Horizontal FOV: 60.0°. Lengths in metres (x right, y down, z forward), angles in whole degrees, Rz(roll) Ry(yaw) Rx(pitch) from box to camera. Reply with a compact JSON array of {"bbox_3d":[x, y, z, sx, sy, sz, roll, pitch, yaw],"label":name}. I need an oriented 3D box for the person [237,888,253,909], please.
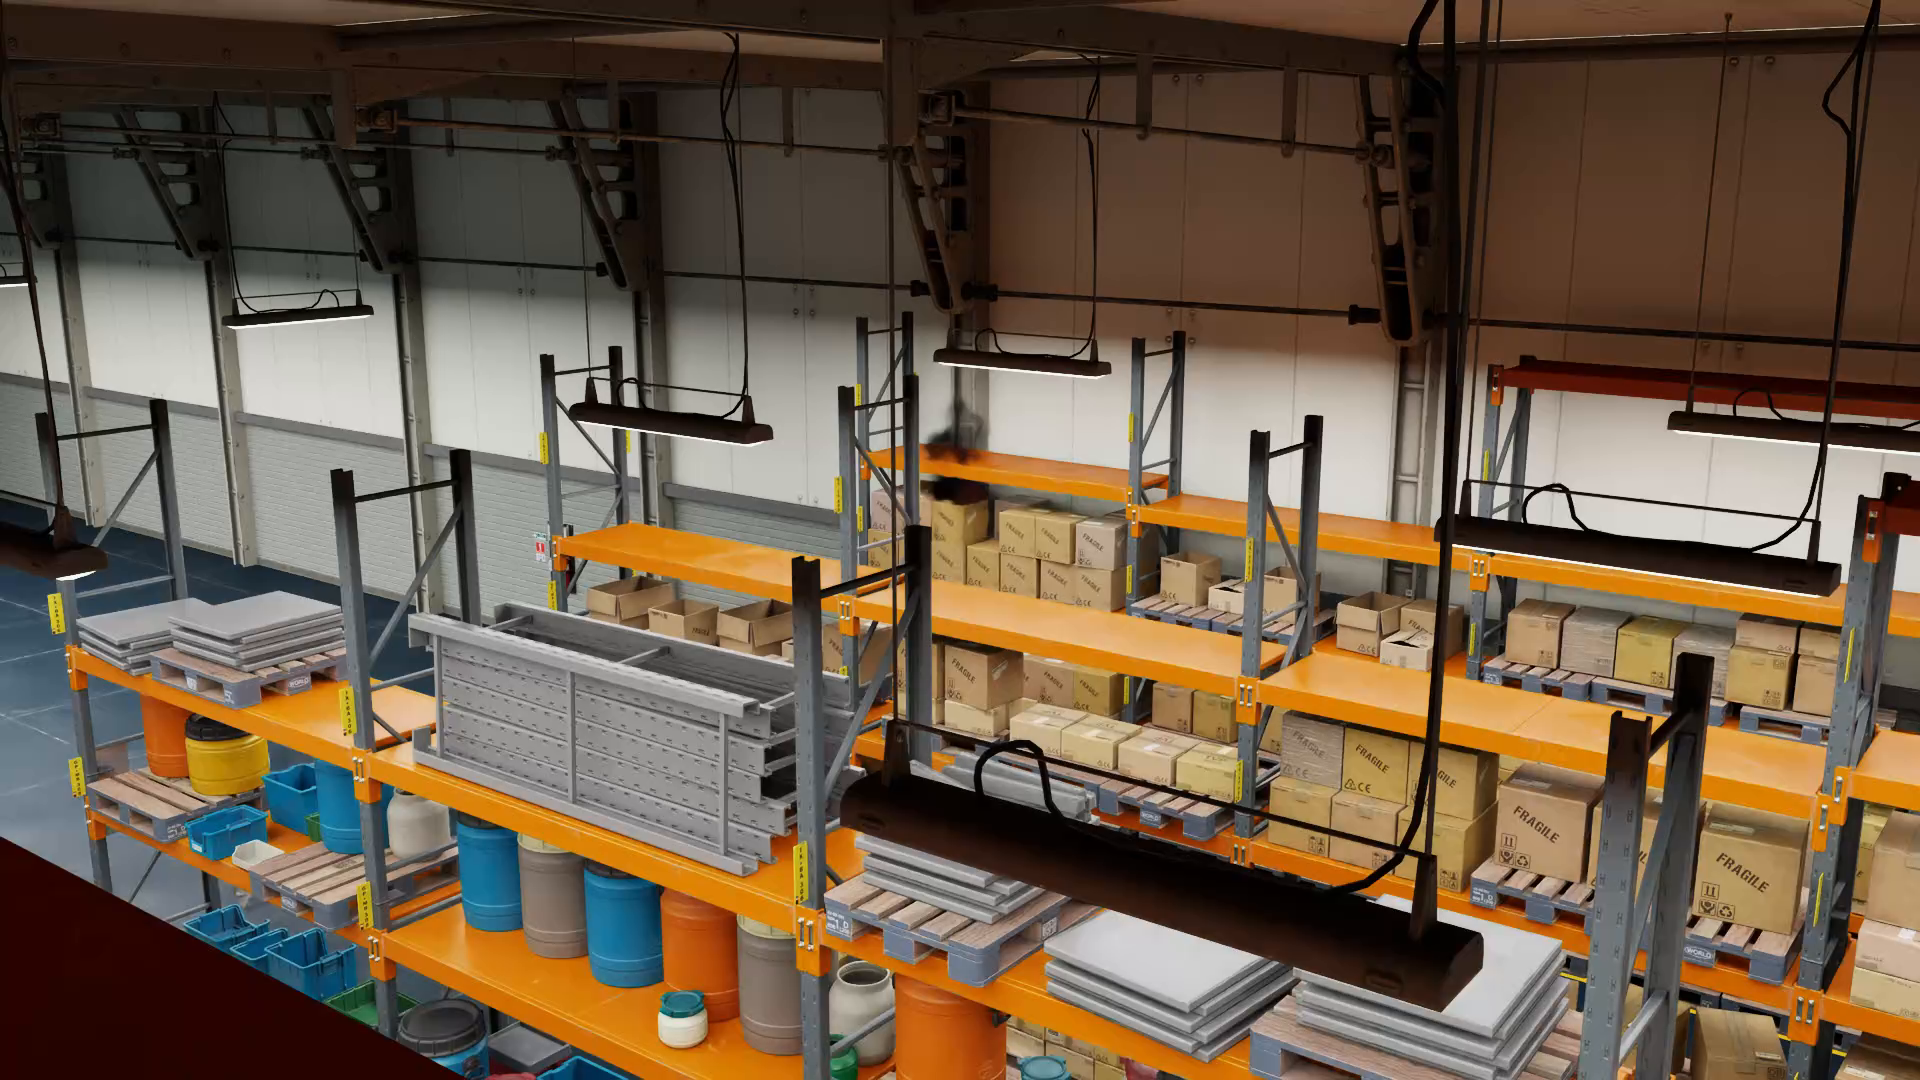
[{"bbox_3d":[-7.540,3.121,17.964,0.850,1.804,0.727,-7,15,-26],"label":"person"}]
